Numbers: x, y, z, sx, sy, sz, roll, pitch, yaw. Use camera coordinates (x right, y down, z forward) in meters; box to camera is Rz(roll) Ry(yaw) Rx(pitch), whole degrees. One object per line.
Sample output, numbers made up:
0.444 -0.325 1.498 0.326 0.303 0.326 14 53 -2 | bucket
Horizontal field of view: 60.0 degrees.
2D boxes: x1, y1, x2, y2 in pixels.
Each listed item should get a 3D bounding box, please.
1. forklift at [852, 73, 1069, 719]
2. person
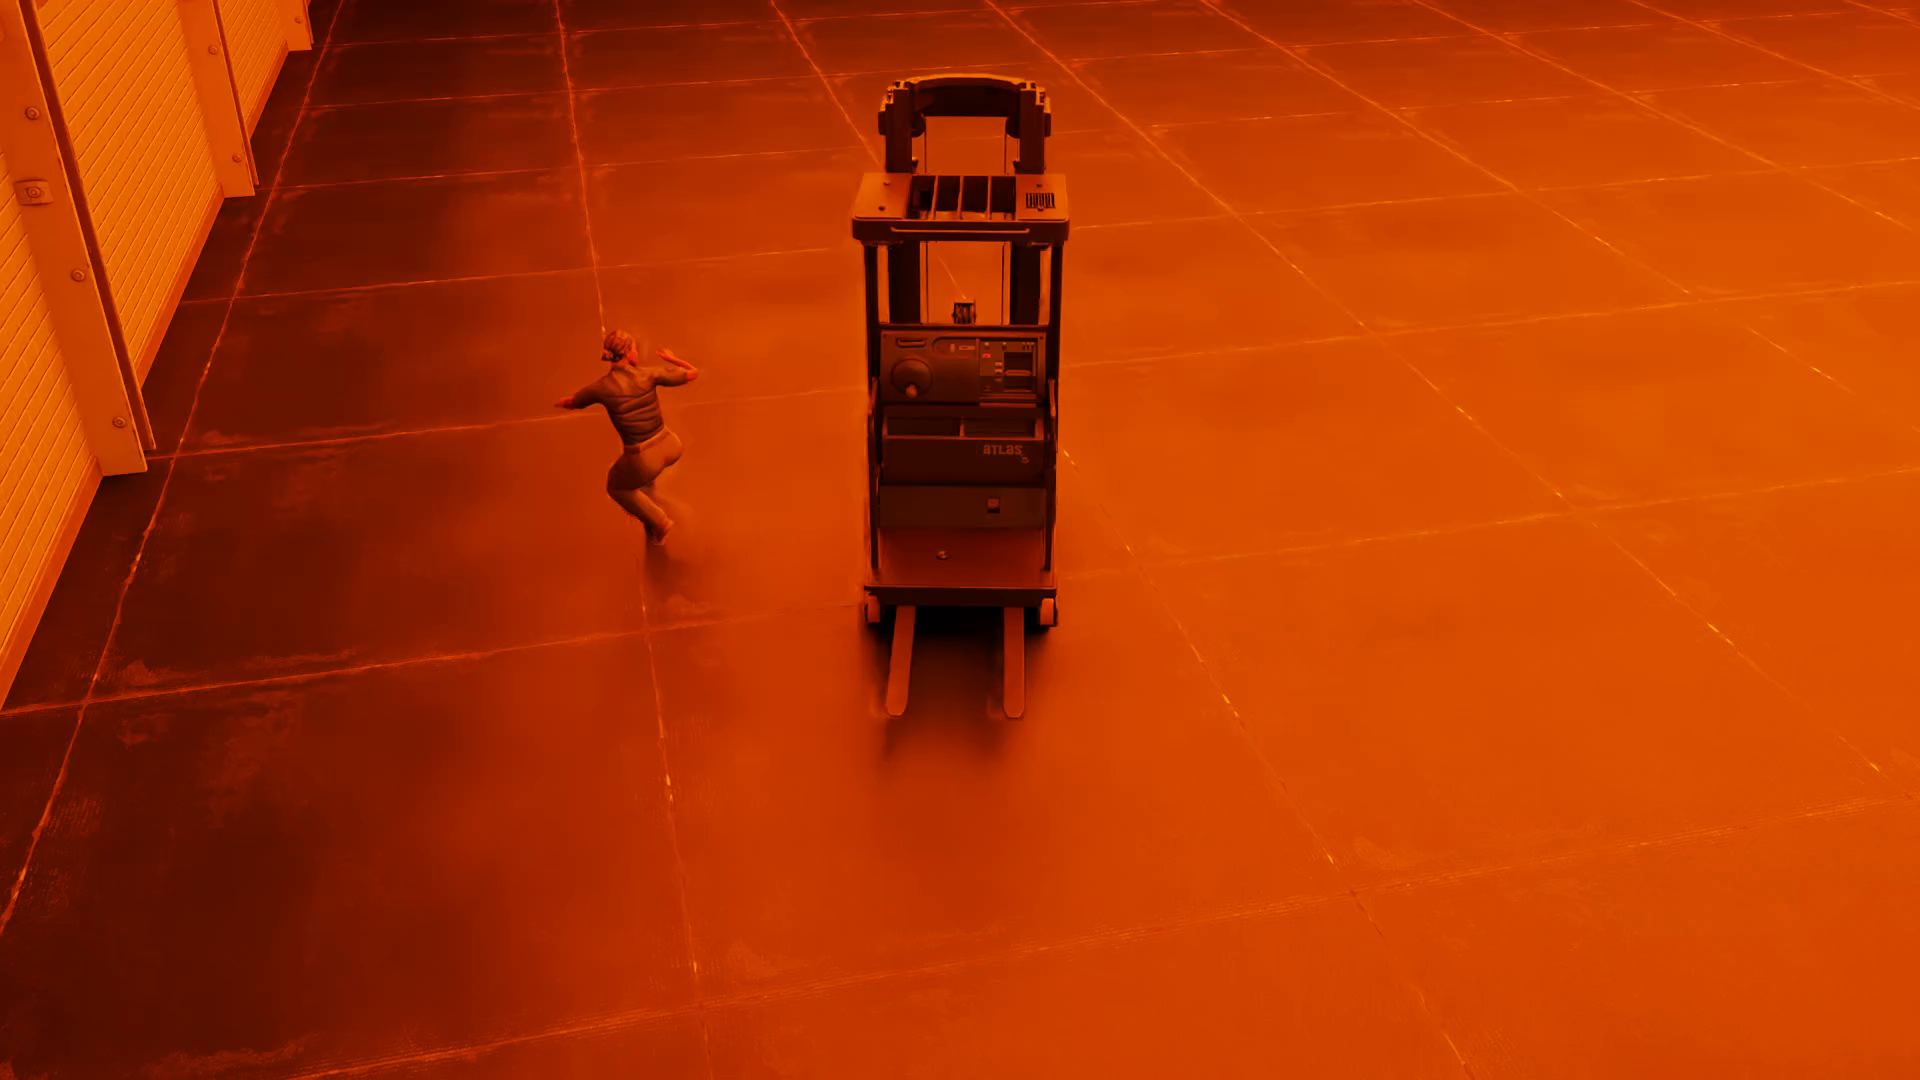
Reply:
0.013 -0.931 9.183 1.130 2.935 3.031 1 30 1 | forklift
-2.053 -0.700 10.346 0.690 1.385 0.950 -25 38 -36 | person
